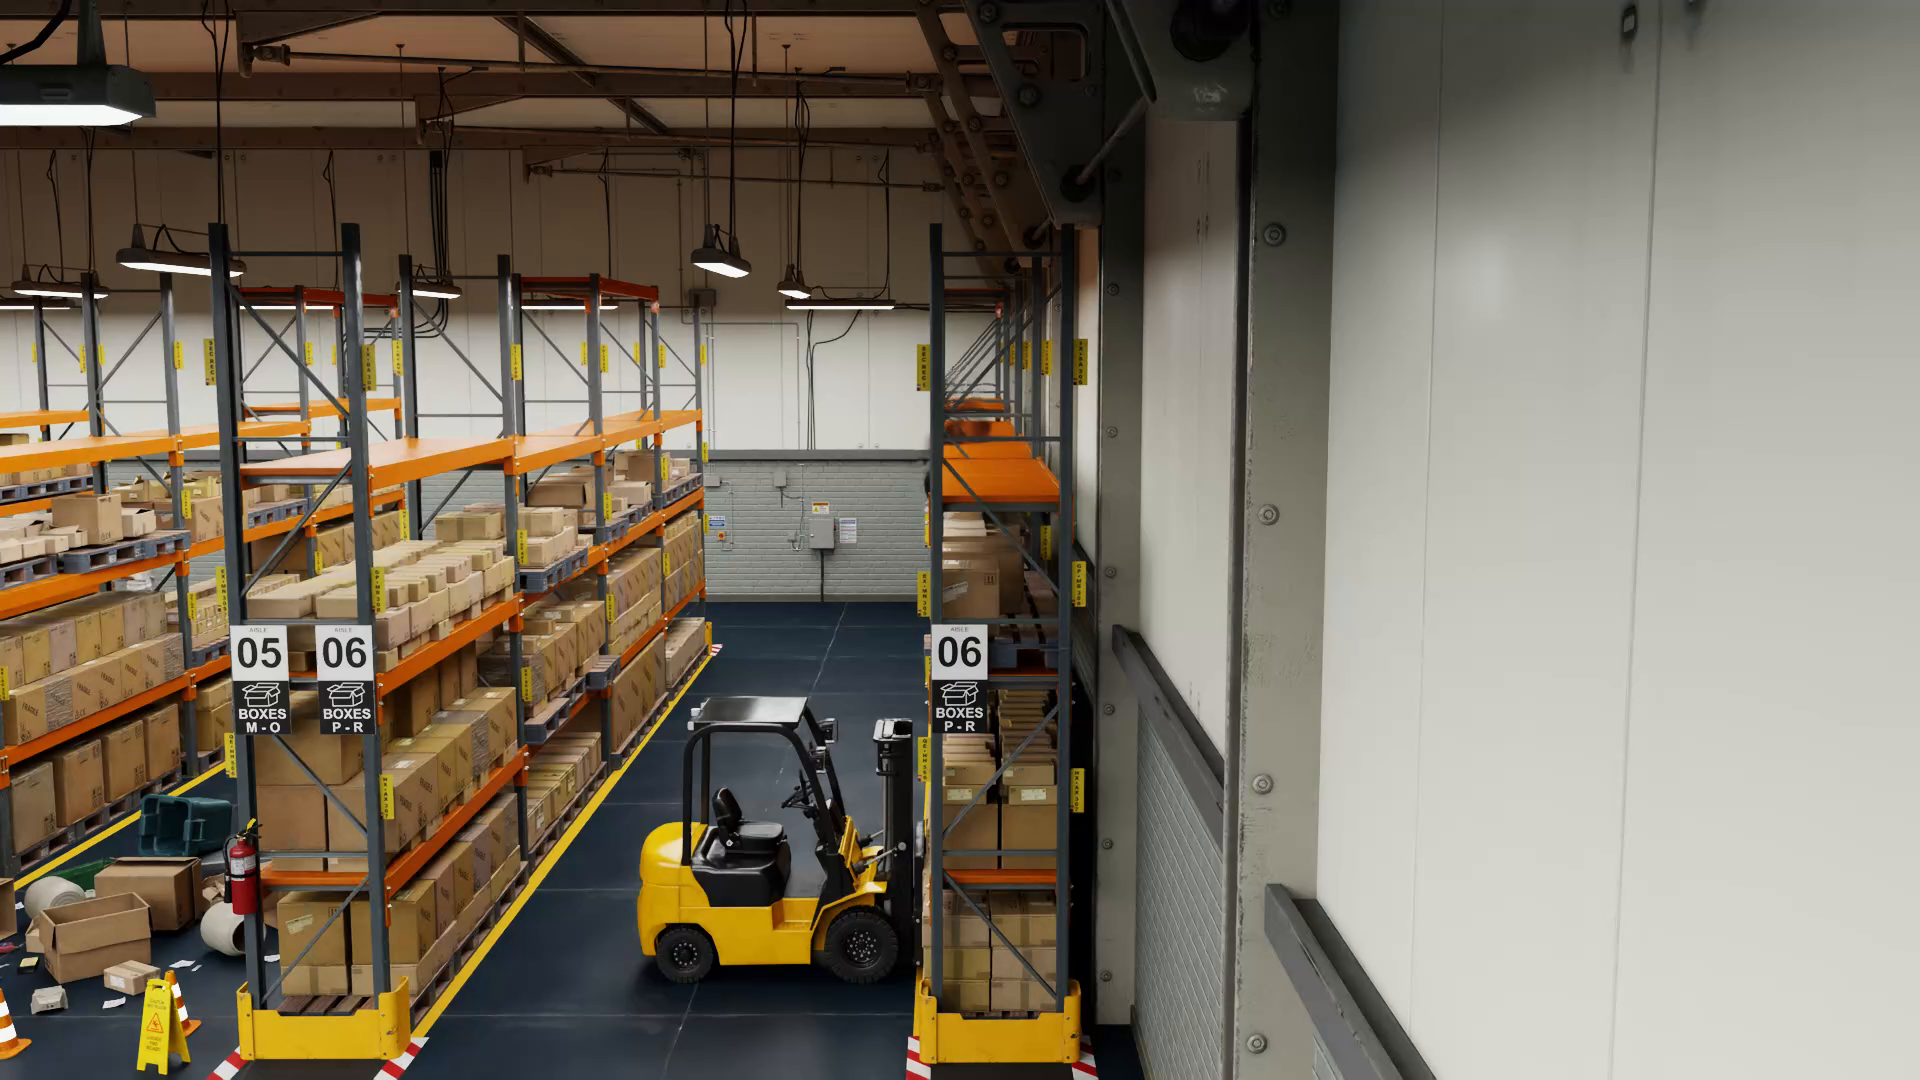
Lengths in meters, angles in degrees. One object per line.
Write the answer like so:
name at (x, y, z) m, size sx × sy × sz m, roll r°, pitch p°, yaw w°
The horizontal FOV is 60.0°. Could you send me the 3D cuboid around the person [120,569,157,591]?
person at (-14.527, 0.869, 29.383) m, size 0.925 × 1.777 × 0.716 m, roll 2°, pitch 7°, yaw 20°
